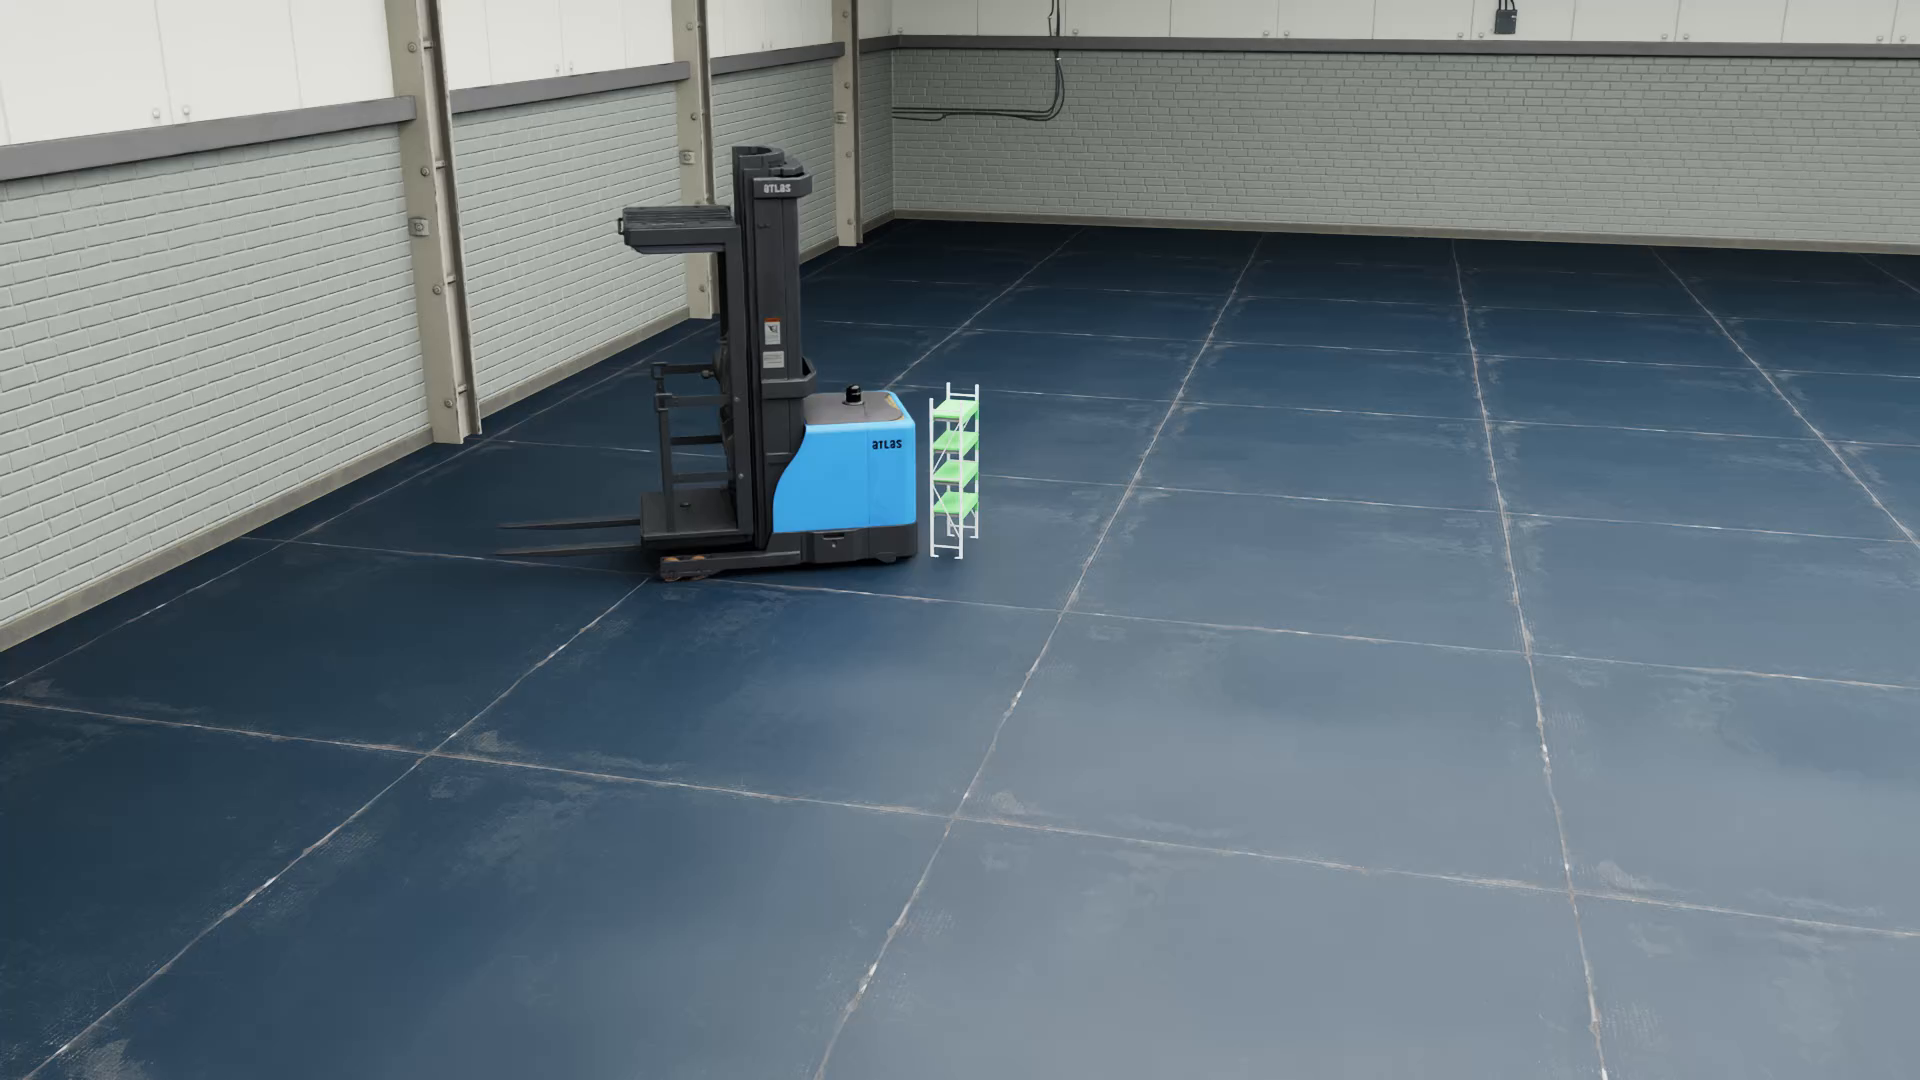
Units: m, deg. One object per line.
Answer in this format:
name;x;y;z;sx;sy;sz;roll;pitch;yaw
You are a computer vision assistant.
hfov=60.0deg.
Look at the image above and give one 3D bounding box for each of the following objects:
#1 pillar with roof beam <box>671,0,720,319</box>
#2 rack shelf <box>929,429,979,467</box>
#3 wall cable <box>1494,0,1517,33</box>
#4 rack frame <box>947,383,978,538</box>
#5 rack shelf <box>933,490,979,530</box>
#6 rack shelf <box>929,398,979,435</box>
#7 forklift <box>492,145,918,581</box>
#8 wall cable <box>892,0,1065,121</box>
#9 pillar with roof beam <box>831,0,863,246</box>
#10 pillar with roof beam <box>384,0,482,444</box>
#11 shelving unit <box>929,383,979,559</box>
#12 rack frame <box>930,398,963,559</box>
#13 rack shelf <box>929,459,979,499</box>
pillar with roof beam;0.953;-6.754;18.540;9.100;9.000;0.400;5;19;13
rack shelf;-0.040;-0.683;12.285;0.258;0.148;0.480;5;19;13
wall cable;9.448;-10.649;24.680;2.305;6.003;0.169;5;19;13
rack frame;0.019;-0.592;12.566;0.240;1.200;0.015;5;19;13
rack shelf;-0.040;-0.228;12.440;0.258;0.148;0.480;5;19;13
rack shelf;-0.040;-0.910;12.207;0.258;0.148;0.480;5;19;13
forklift;-1.876;-1.279;11.897;3.031;2.935;1.130;-4;19;-11
wall cable;0.246;-8.324;27.941;3.097;2.526;0.112;5;19;13
pillar with roof beam;2.419;-8.635;24.046;9.100;9.000;0.400;5;19;13
pillar with roof beam;-0.513;-4.874;13.034;9.100;9.000;0.400;5;19;13
shelving unit;-0.040;-0.516;12.342;0.258;1.200;0.503;5;19;13
rack frame;-0.100;-0.439;12.118;0.240;1.200;0.015;5;19;13
rack shelf;-0.040;-0.455;12.362;0.258;0.148;0.480;5;19;13
